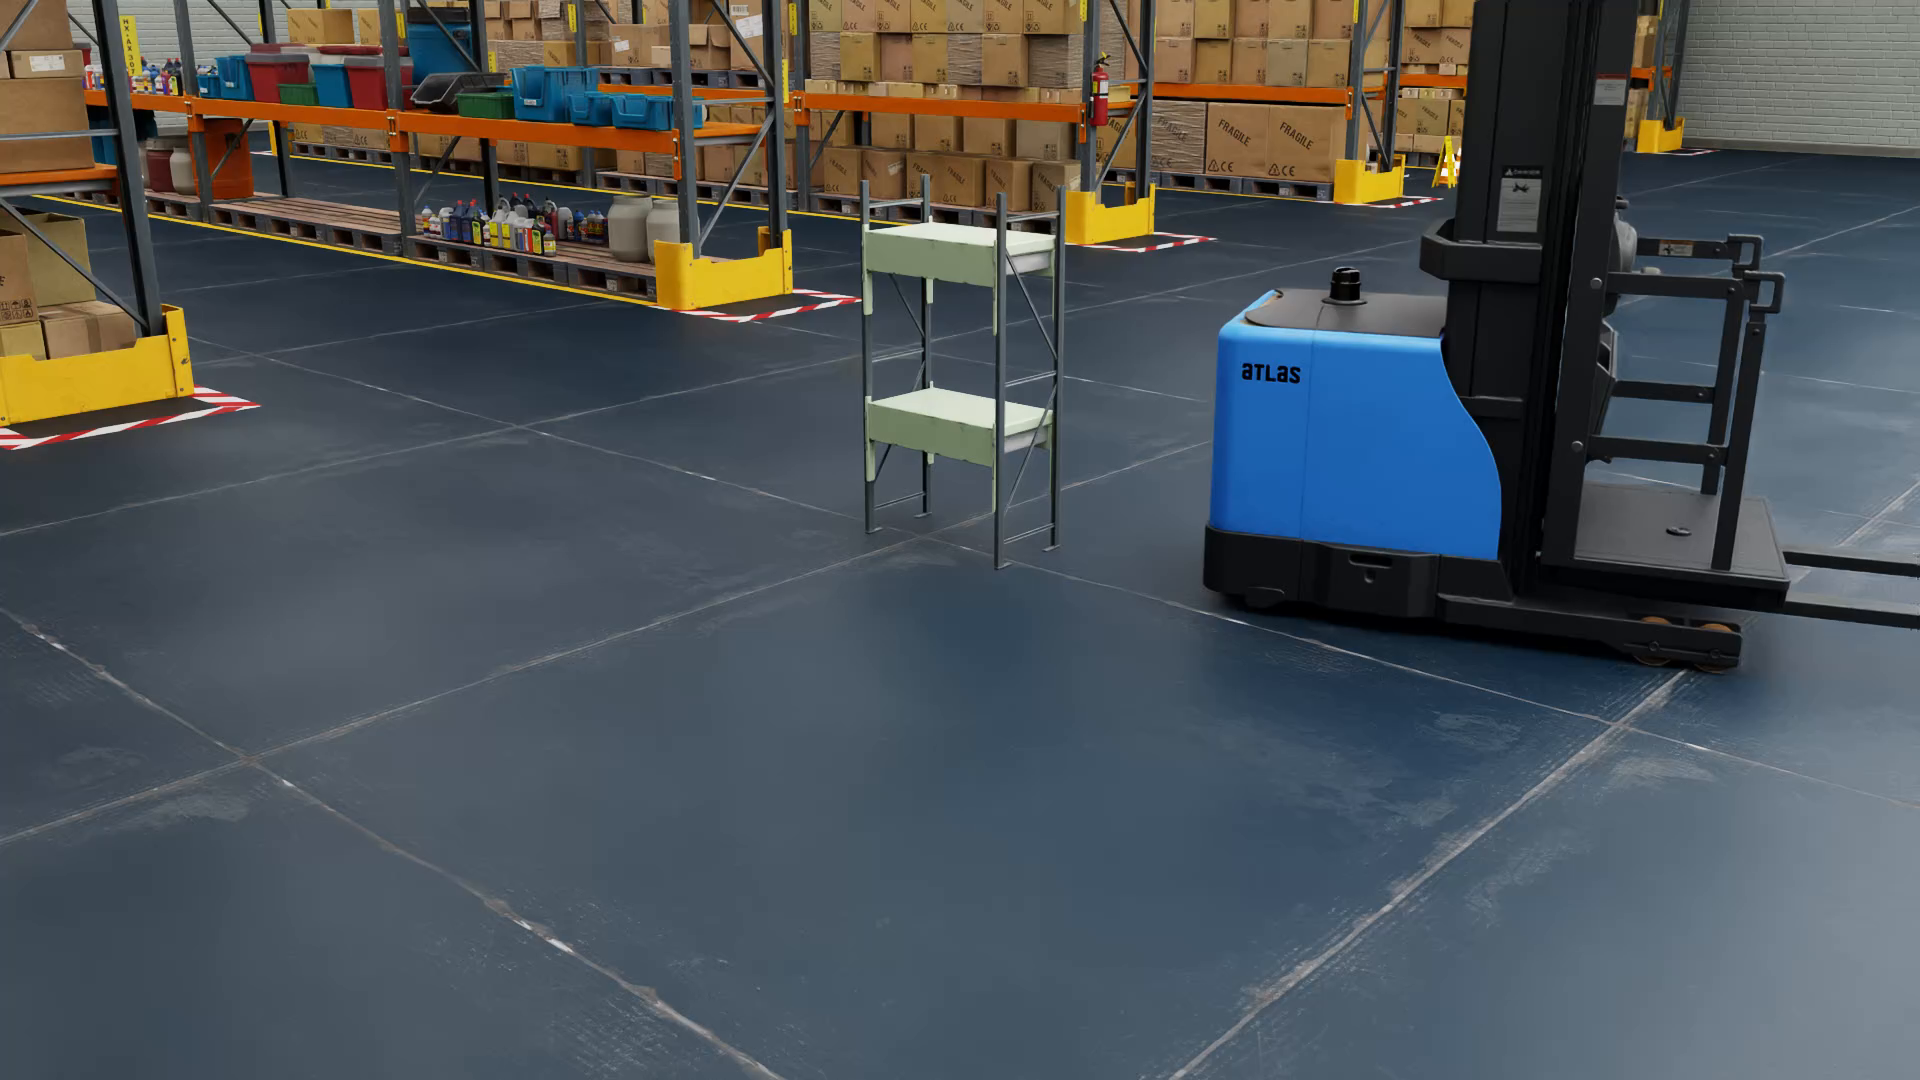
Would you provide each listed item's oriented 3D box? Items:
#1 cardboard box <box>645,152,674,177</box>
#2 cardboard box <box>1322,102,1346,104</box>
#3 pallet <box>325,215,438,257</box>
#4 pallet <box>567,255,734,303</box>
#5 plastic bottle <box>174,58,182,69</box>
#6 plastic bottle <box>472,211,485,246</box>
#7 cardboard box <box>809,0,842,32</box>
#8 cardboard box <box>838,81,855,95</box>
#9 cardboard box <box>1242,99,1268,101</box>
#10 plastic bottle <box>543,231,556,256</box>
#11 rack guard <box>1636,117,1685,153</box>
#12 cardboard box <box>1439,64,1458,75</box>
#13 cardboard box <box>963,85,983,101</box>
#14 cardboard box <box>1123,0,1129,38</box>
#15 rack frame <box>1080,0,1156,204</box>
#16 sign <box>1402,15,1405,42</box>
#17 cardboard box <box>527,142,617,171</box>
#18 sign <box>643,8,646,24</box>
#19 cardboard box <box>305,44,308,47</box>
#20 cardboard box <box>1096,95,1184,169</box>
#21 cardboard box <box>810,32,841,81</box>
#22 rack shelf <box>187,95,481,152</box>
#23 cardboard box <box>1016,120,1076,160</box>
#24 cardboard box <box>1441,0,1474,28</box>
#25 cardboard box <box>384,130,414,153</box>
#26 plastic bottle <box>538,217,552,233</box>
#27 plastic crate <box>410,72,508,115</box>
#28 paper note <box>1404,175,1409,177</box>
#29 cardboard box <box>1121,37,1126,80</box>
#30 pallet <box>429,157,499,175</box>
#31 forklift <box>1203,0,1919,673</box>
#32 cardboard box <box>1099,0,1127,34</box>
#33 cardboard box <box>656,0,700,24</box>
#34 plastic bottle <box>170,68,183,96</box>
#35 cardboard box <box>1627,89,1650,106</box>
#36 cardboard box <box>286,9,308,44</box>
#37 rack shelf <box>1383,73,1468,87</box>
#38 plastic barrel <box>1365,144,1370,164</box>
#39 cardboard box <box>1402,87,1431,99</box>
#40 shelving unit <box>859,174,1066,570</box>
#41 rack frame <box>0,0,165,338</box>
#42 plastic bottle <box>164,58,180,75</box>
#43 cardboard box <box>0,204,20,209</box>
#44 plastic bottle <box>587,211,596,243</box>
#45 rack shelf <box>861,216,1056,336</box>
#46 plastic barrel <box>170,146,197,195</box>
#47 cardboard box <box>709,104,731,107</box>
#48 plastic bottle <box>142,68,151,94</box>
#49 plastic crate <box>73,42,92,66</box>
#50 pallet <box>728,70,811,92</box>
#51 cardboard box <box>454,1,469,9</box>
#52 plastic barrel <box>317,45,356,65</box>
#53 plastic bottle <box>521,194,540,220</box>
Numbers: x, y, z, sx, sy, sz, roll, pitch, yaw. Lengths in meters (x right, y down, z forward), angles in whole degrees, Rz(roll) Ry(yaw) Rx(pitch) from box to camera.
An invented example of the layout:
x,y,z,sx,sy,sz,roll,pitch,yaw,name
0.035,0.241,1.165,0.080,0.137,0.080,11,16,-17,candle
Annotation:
x,y,z,sx,sy,sz,roll,pitch,yaw,name
-3.506,-4.829,20.774,0.500,0.500,0.700,13,22,35,cardboard box
5.796,-6.451,25.091,0.500,0.500,0.500,16,24,41,cardboard box
-5.353,-2.945,16.043,1.213,0.211,1.003,15,23,39,pallet
-2.440,-2.162,13.575,1.213,0.211,1.003,15,23,39,pallet
-8.995,-5.376,19.176,0.185,0.351,0.144,15,23,39,plastic bottle
-4.175,-2.704,14.436,0.133,0.283,0.061,16,24,42,plastic bottle
-1.285,-5.764,18.006,0.500,0.500,0.500,15,23,39,cardboard box
-1.107,-4.918,18.065,0.250,0.149,0.380,15,23,39,cardboard box
5.883,-8.355,31.711,0.625,0.625,0.875,16,24,41,cardboard box
-3.413,-2.468,13.827,0.097,0.201,0.097,0,18,0,plastic bottle
11.427,-6.612,27.121,0.348,0.500,1.175,15,23,39,rack guard
7.042,-6.719,23.739,0.250,0.149,0.380,16,23,40,cardboard box
0.243,-4.581,17.003,0.250,0.149,0.380,15,23,39,cardboard box
2.169,-6.852,21.711,0.550,0.550,0.875,15,23,39,cardboard box
1.539,-4.443,16.152,0.127,3.000,1.000,15,23,39,rack frame
5.280,-6.119,19.873,0.005,0.325,0.100,15,23,39,sign
-4.946,-5.380,21.923,0.875,0.875,1.225,14,22,37,cardboard box
-4.091,-6.688,21.443,0.005,0.325,0.100,15,23,39,sign
-9.855,-7.465,25.432,0.500,0.250,0.500,15,23,39,cardboard box
2.339,-5.393,21.965,0.875,0.875,0.875,15,23,40,cardboard box
-1.157,-5.331,18.294,0.500,0.500,0.875,15,23,39,cardboard box
-6.236,-4.184,16.526,4.000,0.370,1.077,15,23,39,rack shelf
1.391,-5.580,22.760,0.750,0.750,1.050,15,23,39,cardboard box
7.217,-7.507,23.499,0.500,0.500,0.700,15,23,40,cardboard box
-7.876,-6.190,24.477,0.875,0.875,0.875,15,23,39,cardboard box
-3.513,-2.588,14.070,0.133,0.283,0.061,15,23,39,plastic bottle
-4.433,-3.962,14.739,0.504,0.338,0.767,15,23,39,plastic crate
6.089,-5.009,22.845,0.142,0.019,0.148,7,19,21,paper note
2.199,-6.348,21.907,0.550,0.550,0.875,15,23,39,cardboard box
-6.809,-5.385,23.732,1.213,0.211,1.003,15,23,39,pallet
2.497,-1.124,5.807,3.031,2.935,1.130,7,19,20,forklift
1.309,-5.281,16.483,0.500,0.500,0.500,15,23,39,cardboard box
-4.599,-8.653,27.110,0.500,0.500,0.500,14,22,37,cardboard box
-8.317,-4.858,17.652,0.133,0.283,0.061,15,23,39,plastic bottle
10.858,-7.197,27.028,0.500,0.250,0.500,16,24,41,cardboard box
-9.874,-7.825,25.327,0.500,0.500,0.500,14,23,38,cardboard box
6.621,-6.744,24.591,4.000,0.370,1.077,15,23,39,rack shelf
5.568,-5.529,23.834,0.512,0.421,0.421,-3,18,-8,plastic barrel
6.644,-6.506,24.193,0.250,0.149,0.380,16,24,42,cardboard box
0.005,-0.714,6.881,0.755,1.500,0.431,15,23,39,shelving unit
-5.039,-2.202,9.092,0.127,3.000,1.000,15,23,39,rack frame
-8.995,-5.315,18.982,0.185,0.351,0.144,15,23,39,plastic bottle
-6.412,-1.909,10.780,0.500,0.500,0.500,15,23,39,cardboard box
-3.229,-2.755,14.617,0.097,0.271,0.097,0,18,0,plastic bottle
0.005,-1.086,6.763,0.720,0.370,0.431,15,23,39,rack shelf
-8.591,-4.130,18.586,0.421,0.512,0.421,0,18,0,plastic barrel
-3.691,-7.112,26.762,0.500,0.250,0.500,14,22,37,cardboard box
-8.855,-5.004,18.132,0.097,0.271,0.097,0,18,0,plastic bottle
-11.225,-6.027,20.938,0.583,0.464,0.402,15,23,39,plastic crate
-1.927,-5.341,19.299,1.213,0.211,1.003,15,23,39,pallet
-6.447,-7.111,22.737,0.637,0.503,0.797,15,23,40,cardboard box
-6.182,-4.666,16.631,0.433,0.535,0.433,0,18,0,plastic barrel
-3.923,-2.970,15.163,0.185,0.351,0.144,14,22,37,plastic bottle
